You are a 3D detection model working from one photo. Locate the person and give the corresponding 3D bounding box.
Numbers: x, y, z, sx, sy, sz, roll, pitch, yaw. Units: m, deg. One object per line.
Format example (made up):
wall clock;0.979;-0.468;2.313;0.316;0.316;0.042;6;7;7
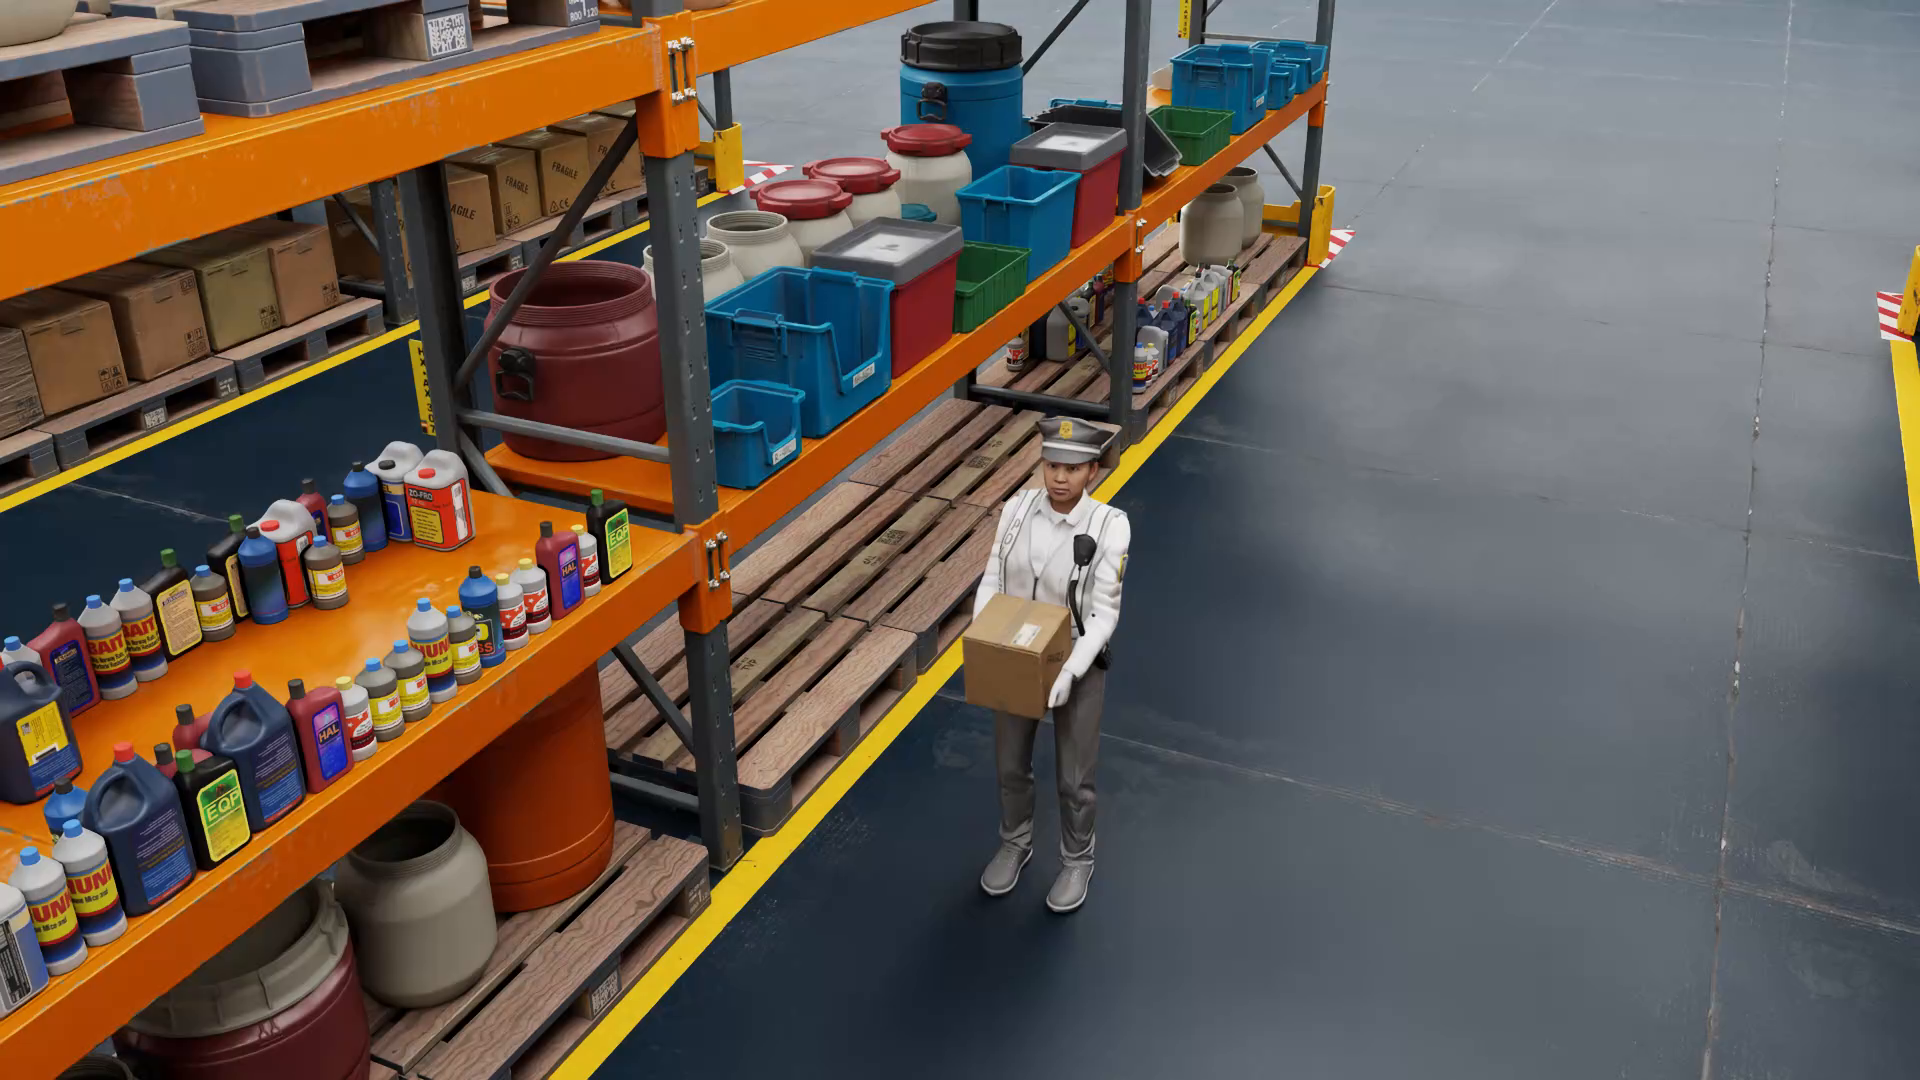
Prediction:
person;0.291;0.395;5.253;0.545;1.704;0.470;-13;29;-25
